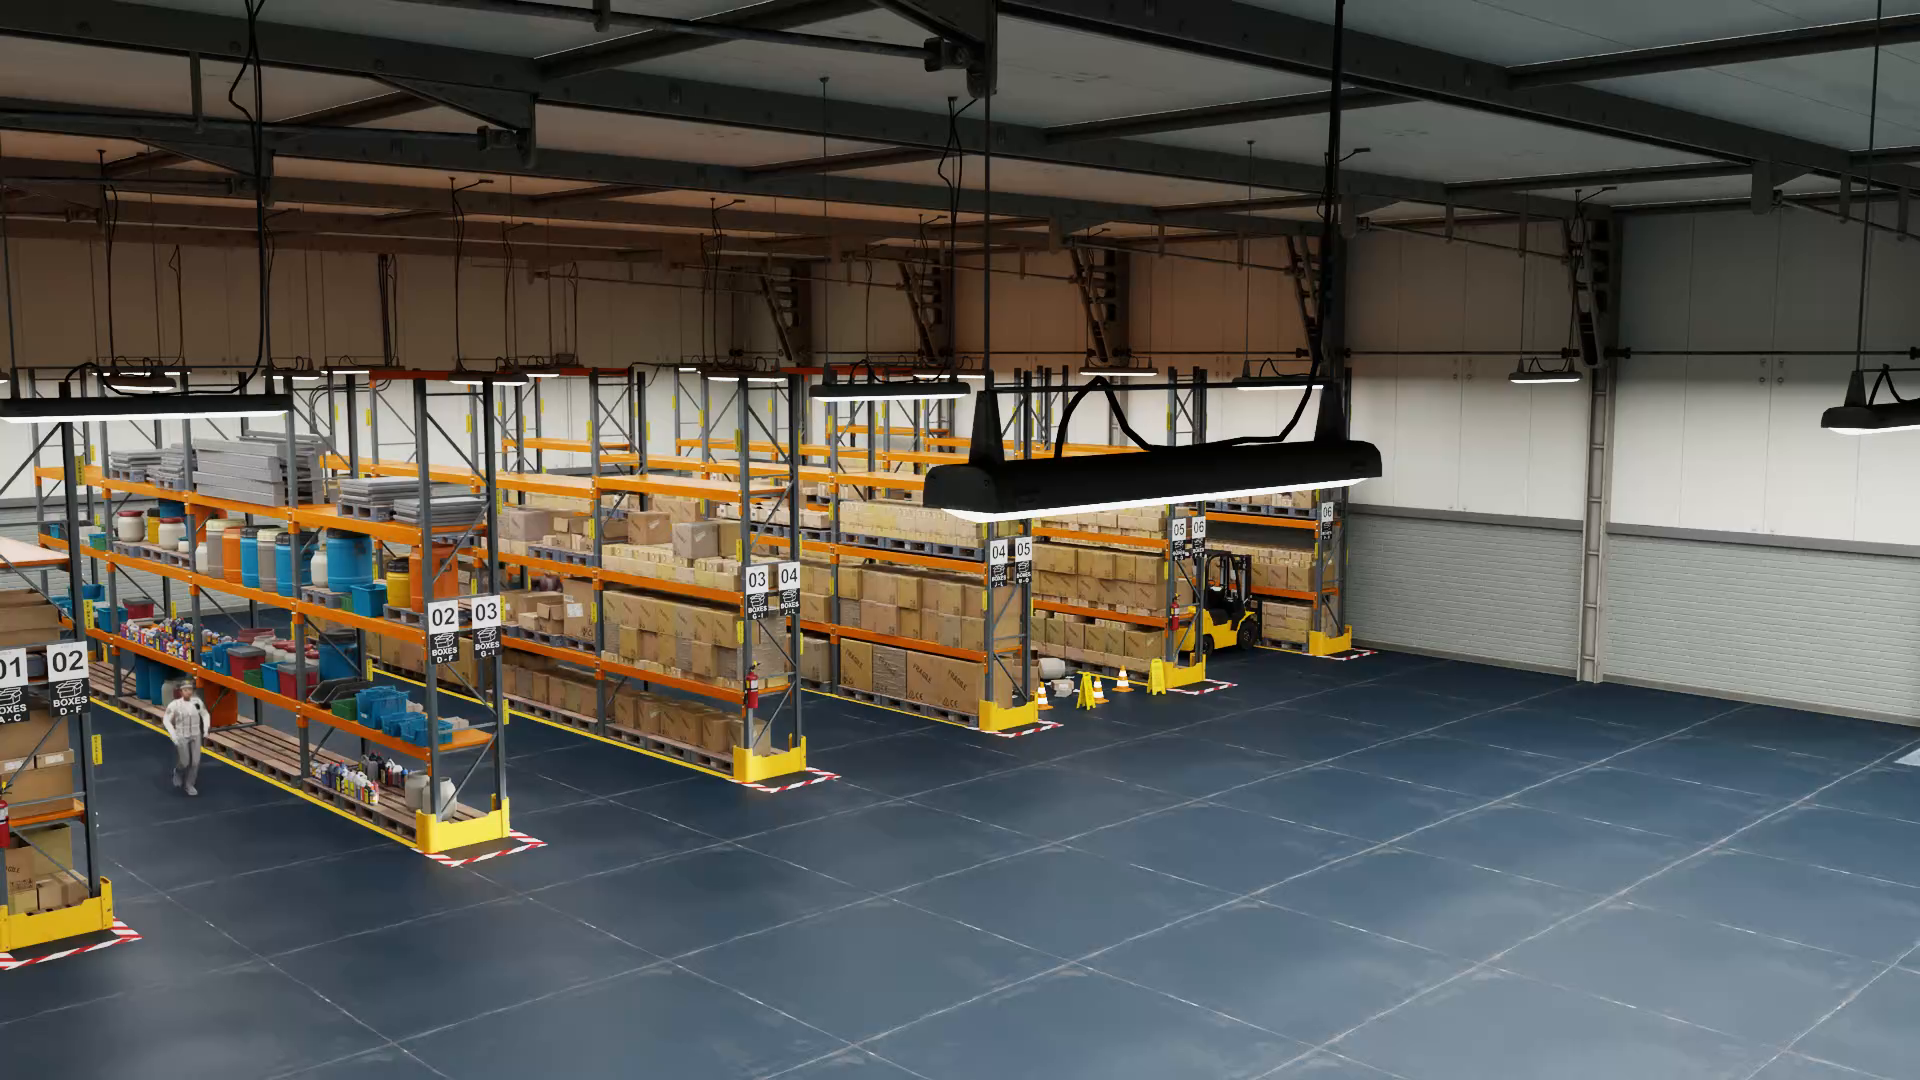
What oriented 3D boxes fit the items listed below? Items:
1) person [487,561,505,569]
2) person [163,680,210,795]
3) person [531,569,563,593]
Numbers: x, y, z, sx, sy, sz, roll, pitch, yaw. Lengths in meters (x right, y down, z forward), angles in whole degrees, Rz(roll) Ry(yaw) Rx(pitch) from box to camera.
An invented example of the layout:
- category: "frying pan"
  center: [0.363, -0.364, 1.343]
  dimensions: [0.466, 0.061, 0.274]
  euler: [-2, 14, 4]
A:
- category: "person"
  center: [-11.189, 0.894, 40.530]
  dimensions: [0.711, 1.698, 0.707]
  euler: [-6, 9, -44]
- category: "person"
  center: [-11.102, 2.818, 23.927]
  dimensions: [0.638, 1.669, 0.547]
  euler: [-6, 9, -44]
- category: "person"
  center: [-8.839, 1.412, 35.749]
  dimensions: [0.679, 1.817, 0.975]
  euler: [-6, 8, -40]
